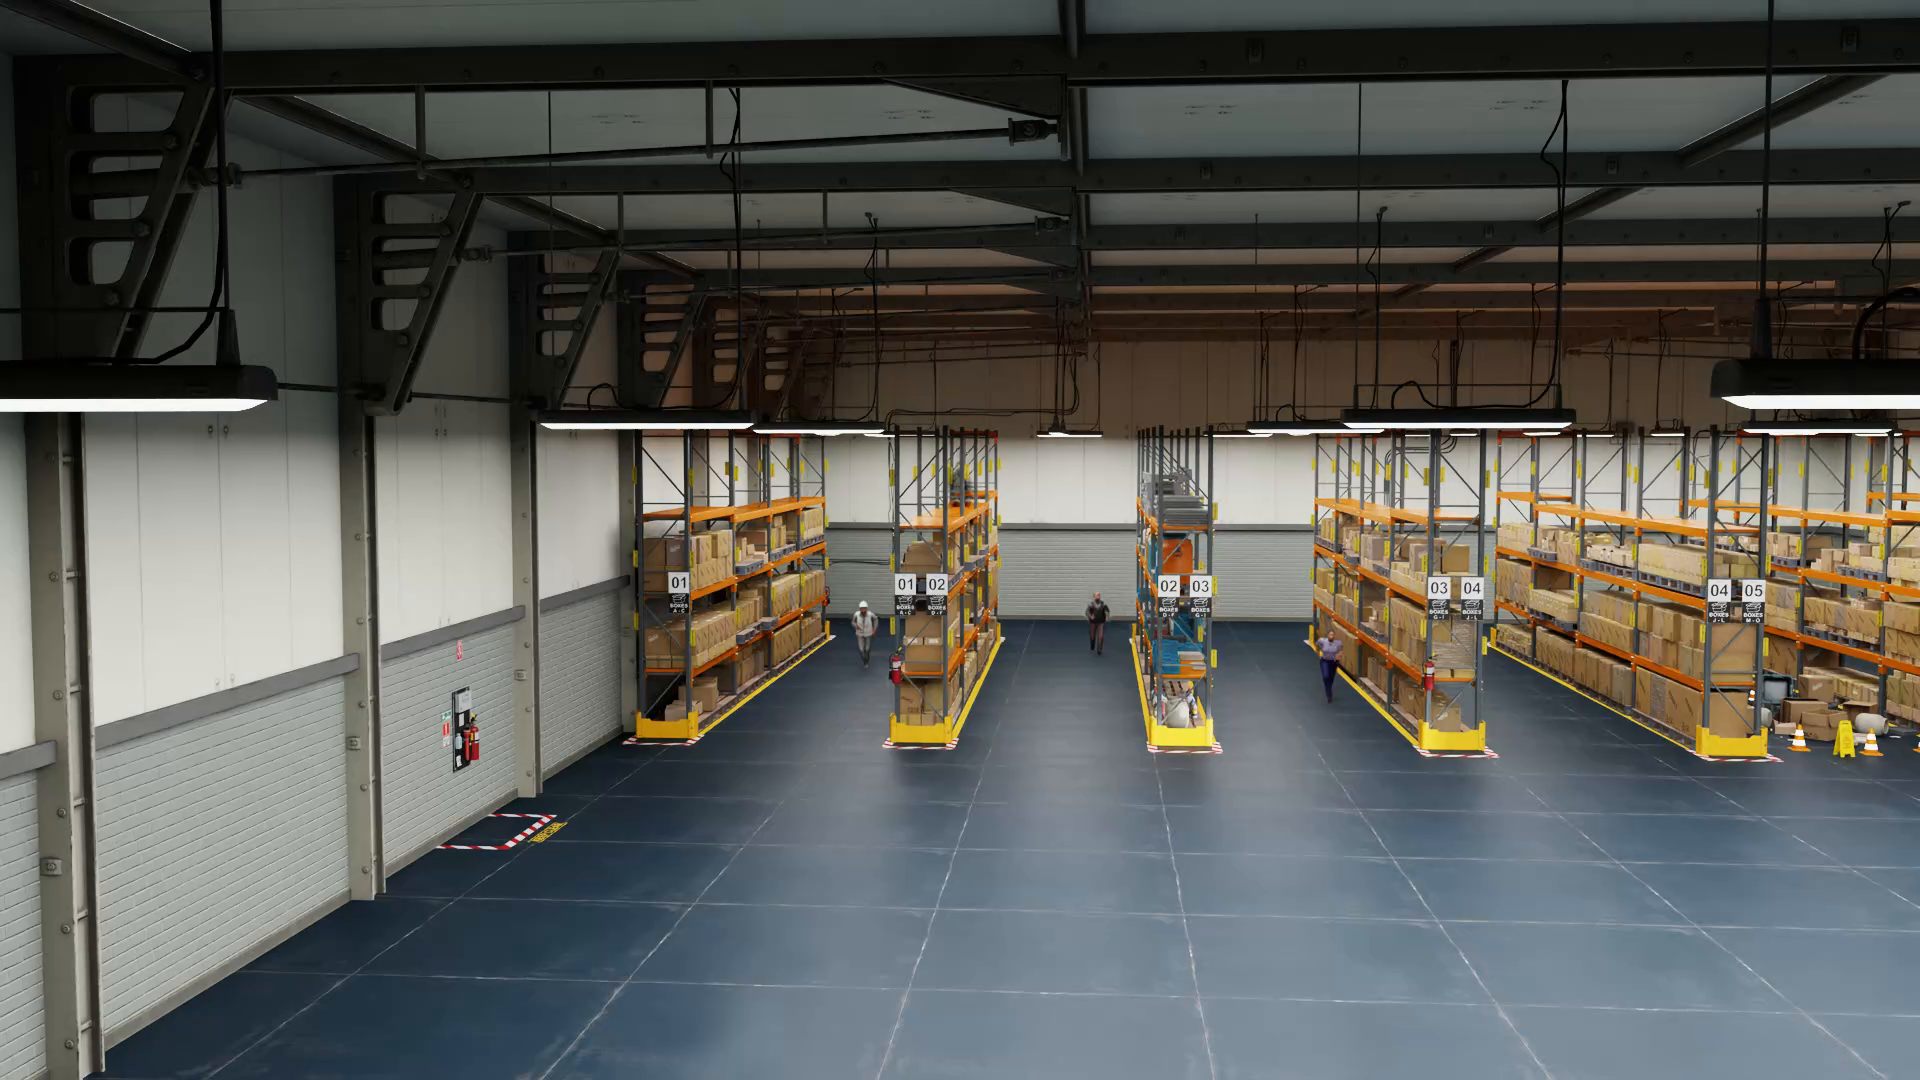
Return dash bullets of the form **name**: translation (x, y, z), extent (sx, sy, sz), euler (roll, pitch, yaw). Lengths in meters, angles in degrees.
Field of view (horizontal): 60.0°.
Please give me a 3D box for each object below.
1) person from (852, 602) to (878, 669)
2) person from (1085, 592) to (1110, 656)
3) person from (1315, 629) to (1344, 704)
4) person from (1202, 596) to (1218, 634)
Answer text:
- **person**: translation (-2.389, 2.383, 41.655), extent (0.649, 1.702, 0.711), euler (0, 3, 4)
- **person**: translation (3.670, 2.221, 44.306), extent (0.669, 1.684, 0.760), euler (0, 3, 1)
- **person**: translation (8.102, 2.757, 36.533), extent (0.624, 1.661, 0.931), euler (0, 3, 6)
- **person**: translation (7.309, 1.980, 49.178), extent (0.677, 1.617, 0.606), euler (2, 4, 29)
